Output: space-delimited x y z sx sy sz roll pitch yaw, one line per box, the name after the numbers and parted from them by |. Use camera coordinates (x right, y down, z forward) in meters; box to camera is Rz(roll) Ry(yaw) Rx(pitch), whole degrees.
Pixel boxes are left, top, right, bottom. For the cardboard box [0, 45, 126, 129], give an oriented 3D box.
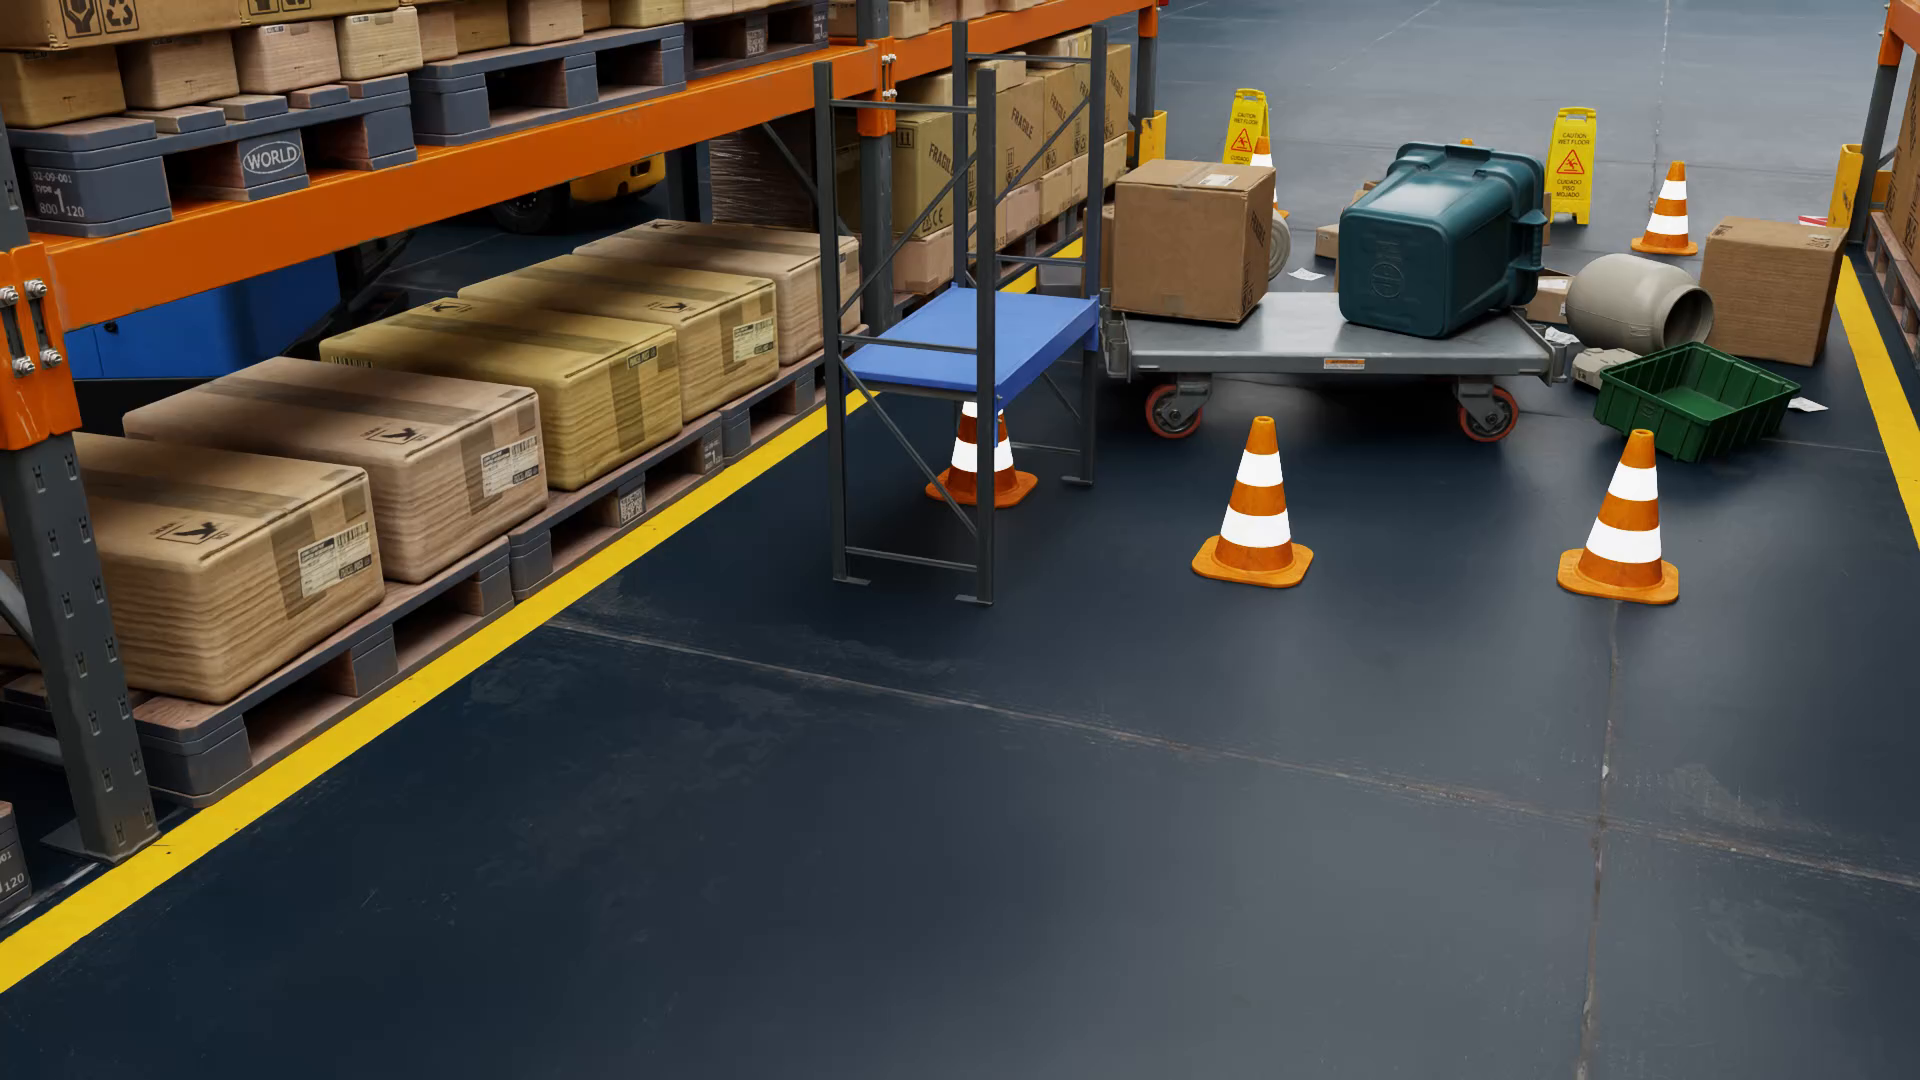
-1.957 -0.943 3.397 0.380 0.149 0.250 7 24 17 | cardboard box

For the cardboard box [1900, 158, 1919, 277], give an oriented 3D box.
4.839 -1.612 7.429 0.875 0.875 0.875 8 24 19 | cardboard box

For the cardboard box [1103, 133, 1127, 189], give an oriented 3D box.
0.662 -2.227 9.712 0.500 0.250 0.500 9 24 20 | cardboard box

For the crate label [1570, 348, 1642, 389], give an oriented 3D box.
2.629 -0.682 6.705 0.298 0.136 0.250 -7 24 -17 | crate label

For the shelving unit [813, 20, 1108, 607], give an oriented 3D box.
0.037 -0.726 5.023 0.538 1.500 1.048 8 25 19 | shelving unit

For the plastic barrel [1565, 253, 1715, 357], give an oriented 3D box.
2.866 -0.971 7.026 0.421 0.421 0.512 -12 25 -26 | plastic barrel

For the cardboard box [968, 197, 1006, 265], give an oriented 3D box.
-0.107 -1.497 7.965 0.500 0.250 0.500 10 25 23 | cardboard box

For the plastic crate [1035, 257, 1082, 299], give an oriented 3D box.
0.580 -1.304 8.268 0.402 0.080 0.583 1 23 2 | plastic crate

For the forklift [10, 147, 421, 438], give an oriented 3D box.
-3.053 -2.204 6.724 1.130 2.935 3.031 -1 23 -3 | forklift

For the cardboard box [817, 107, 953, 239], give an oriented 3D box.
-0.295 -1.650 7.359 0.500 0.500 0.500 10 25 23 | cardboard box

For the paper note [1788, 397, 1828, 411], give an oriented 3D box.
3.278 -0.535 6.490 0.147 0.020 0.142 -7 24 -17 | paper note

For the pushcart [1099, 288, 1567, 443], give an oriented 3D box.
1.371 -0.688 6.408 1.648 0.377 0.936 1 23 2 | pushcart

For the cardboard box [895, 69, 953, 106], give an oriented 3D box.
-0.193 -1.986 7.320 0.380 0.149 0.250 9 24 21 | cardboard box

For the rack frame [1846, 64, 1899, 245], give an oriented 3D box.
5.354 -2.966 8.458 1.000 3.000 0.127 9 24 20 | rack frame

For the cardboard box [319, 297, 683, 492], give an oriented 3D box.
-1.478 -0.493 5.403 0.950 0.372 0.625 10 25 22 | cardboard box

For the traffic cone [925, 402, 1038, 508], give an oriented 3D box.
0.074 -0.392 5.588 0.336 0.463 0.334 9 24 20 | traffic cone

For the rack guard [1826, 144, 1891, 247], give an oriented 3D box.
5.363 -1.821 8.961 1.175 0.500 0.348 9 24 20 | rack guard

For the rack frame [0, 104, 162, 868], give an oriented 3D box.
-2.251 -0.775 3.215 1.000 3.000 0.127 9 24 20 | rack frame

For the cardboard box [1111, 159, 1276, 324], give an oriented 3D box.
0.899 -1.159 6.393 0.500 0.500 0.500 9 24 20 | cardboard box

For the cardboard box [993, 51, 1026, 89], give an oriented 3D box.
0.094 -2.267 7.993 0.380 0.149 0.250 10 25 23 | cardboard box

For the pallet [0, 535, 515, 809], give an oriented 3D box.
-1.959 0.232 4.421 1.003 0.211 1.213 9 24 20 | pallet

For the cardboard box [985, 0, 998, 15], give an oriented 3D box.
-0.040 -2.538 7.761 0.380 0.149 0.250 9 24 20 | cardboard box

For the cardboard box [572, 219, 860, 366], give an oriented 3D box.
-0.957 -1.000 6.617 0.950 0.372 0.625 9 24 21 | cardboard box

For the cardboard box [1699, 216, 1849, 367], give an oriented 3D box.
3.492 -1.084 7.194 0.500 0.500 0.500 13 26 29 | cardboard box

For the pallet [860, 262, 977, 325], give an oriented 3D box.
-0.548 -1.165 7.766 1.003 0.211 1.213 9 24 20 | pallet

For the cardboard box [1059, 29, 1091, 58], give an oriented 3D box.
0.495 -2.654 8.920 0.380 0.149 0.250 9 24 21 | cardboard box

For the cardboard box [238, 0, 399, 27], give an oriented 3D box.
-1.682 -1.468 3.812 0.500 0.500 0.500 10 25 23 | cardboard box

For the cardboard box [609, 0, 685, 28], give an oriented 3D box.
-1.092 -1.698 5.204 0.380 0.149 0.250 9 24 20 | cardboard box

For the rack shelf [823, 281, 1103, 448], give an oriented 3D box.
0.038 -0.561 5.094 0.538 0.185 1.000 8 25 19 | rack shelf

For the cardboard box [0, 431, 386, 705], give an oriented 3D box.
-2.031 0.043 4.121 0.950 0.372 0.625 7 24 16 | cardboard box

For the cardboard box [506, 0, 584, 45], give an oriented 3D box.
-1.312 -1.514 4.765 0.380 0.149 0.250 10 25 22 | cardboard box

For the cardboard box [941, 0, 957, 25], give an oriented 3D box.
-0.234 -2.355 7.322 0.380 0.149 0.250 9 24 20 | cardboard box

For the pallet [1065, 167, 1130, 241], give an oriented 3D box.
0.358 -2.039 9.857 1.003 0.211 1.213 9 24 20 | pallet

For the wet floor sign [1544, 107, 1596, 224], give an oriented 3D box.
3.527 -2.173 9.615 0.267 0.644 0.232 5 23 11 | wet floor sign

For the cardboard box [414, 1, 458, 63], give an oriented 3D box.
-1.538 -1.323 4.308 0.380 0.149 0.250 10 25 23 | cardboard box

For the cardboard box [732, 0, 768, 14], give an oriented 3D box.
-0.876 -1.872 5.620 0.380 0.149 0.250 8 24 19 | cardboard box

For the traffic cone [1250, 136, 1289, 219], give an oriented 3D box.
1.759 -2.129 9.747 0.336 0.463 0.334 9 24 20 | traffic cone

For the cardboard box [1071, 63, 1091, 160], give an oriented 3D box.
0.475 -2.398 9.149 0.500 0.500 0.500 10 25 22 | cardboard box

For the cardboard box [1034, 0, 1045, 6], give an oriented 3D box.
0.202 -2.708 8.168 0.380 0.149 0.250 9 24 20 | cardboard box

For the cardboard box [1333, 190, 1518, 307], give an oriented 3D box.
2.079 -1.222 7.347 0.797 0.637 0.503 9 24 20 | cardboard box

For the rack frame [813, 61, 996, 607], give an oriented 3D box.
-0.143 -0.536 4.587 0.500 1.500 0.032 8 25 19 | rack frame

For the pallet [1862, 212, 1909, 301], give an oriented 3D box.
5.130 -1.382 8.284 1.003 0.211 1.213 9 24 20 | pallet

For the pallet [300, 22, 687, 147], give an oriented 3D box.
-1.553 -1.401 4.961 1.003 0.211 1.213 9 24 20 | pallet

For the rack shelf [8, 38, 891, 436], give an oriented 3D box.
-1.508 -1.159 5.067 1.077 0.370 4.000 9 24 20 | rack shelf

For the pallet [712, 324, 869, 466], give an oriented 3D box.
-1.053 -0.641 6.511 1.003 0.211 1.213 9 24 20 | pallet

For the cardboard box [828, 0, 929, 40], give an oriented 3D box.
-0.350 -2.158 6.850 0.380 0.149 0.250 9 24 20 | cardboard box

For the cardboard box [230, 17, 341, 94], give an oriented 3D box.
-1.677 -1.131 3.846 0.380 0.149 0.250 7 24 17 | cardboard box

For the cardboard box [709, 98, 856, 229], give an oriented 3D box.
-0.794 -1.728 7.545 0.500 0.500 0.500 8 24 19 | cardboard box

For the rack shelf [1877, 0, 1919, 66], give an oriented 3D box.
4.612 -1.918 6.883 1.077 0.370 4.000 9 24 20 | rack shelf

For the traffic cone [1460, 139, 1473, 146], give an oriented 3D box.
2.916 -2.092 9.658 0.336 0.463 0.334 9 24 20 | traffic cone

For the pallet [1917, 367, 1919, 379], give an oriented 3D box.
4.224 -0.508 6.193 1.003 0.211 1.213 9 24 20 | pallet

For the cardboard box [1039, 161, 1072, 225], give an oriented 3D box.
0.282 -1.863 8.841 0.500 0.250 0.500 8 24 18 | cardboard box

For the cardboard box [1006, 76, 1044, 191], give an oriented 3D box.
0.087 -2.029 8.265 0.500 0.500 0.500 10 25 23 | cardboard box

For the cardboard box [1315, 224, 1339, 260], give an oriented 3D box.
2.110 -1.565 8.803 0.250 0.149 0.380 -17 28 -35 | cardboard box
